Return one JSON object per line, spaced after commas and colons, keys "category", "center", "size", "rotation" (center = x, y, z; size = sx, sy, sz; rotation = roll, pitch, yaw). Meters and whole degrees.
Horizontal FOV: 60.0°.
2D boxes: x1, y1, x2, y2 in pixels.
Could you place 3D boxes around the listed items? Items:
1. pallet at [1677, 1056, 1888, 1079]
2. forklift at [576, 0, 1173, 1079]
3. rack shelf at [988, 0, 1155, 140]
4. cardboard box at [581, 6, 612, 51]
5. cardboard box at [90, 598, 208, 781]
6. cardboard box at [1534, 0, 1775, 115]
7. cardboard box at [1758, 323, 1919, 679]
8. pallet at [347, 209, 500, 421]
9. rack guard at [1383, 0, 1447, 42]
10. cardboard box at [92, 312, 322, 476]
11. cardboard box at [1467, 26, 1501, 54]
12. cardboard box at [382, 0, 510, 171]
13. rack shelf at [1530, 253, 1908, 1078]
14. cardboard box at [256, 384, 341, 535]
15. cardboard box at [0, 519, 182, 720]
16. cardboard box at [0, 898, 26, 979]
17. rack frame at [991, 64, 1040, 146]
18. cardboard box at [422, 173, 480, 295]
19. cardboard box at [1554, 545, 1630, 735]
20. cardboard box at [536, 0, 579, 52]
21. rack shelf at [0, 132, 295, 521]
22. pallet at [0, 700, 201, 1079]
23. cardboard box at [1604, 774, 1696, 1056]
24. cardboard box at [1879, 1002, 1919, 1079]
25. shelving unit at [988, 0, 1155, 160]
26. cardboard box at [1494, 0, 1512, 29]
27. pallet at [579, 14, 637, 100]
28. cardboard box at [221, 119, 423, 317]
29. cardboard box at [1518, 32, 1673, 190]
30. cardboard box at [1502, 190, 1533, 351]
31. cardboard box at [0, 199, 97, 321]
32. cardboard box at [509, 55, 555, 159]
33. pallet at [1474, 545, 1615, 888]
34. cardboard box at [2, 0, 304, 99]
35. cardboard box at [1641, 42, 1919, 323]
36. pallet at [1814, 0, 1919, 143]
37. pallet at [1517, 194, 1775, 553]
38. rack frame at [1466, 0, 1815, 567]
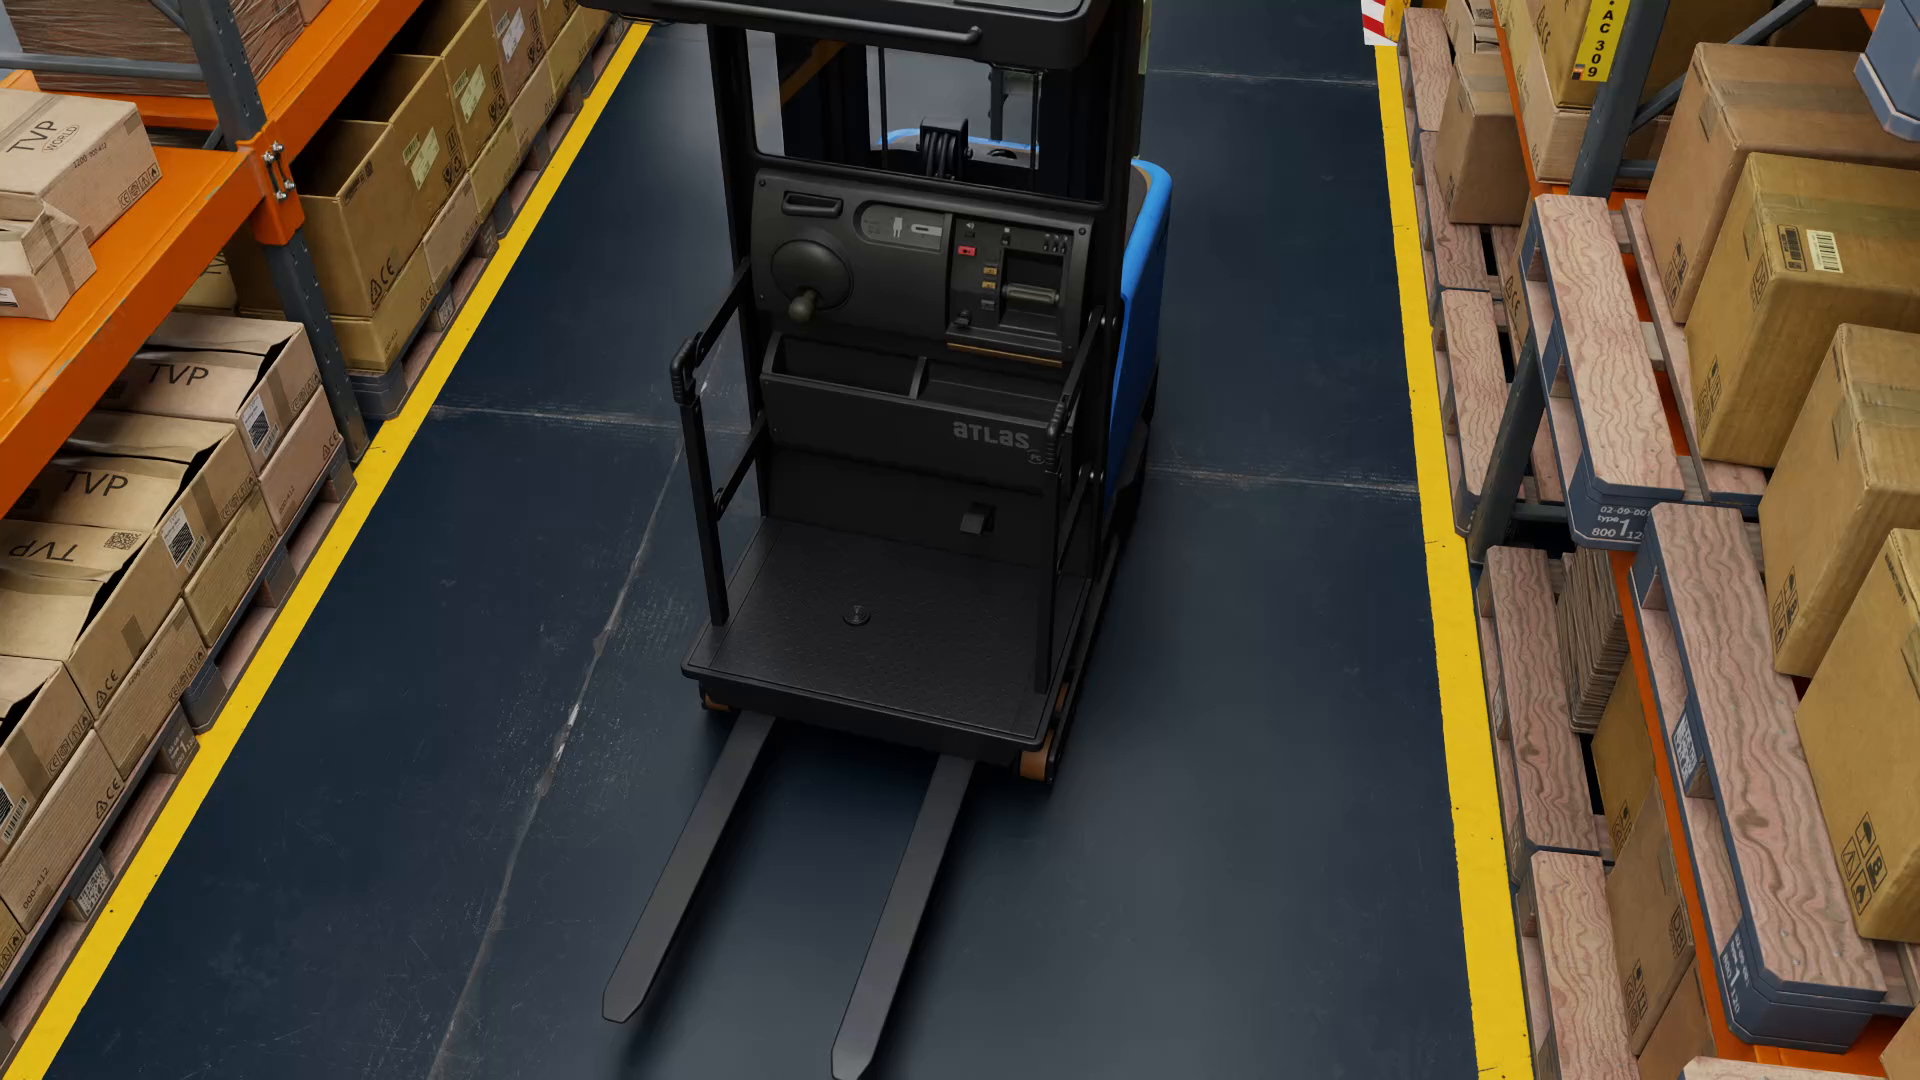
{"category": "pallet", "center": [1.698, 1.301, 2.334], "size": [1.213, 0.211, 1.003], "rotation": [5, 44, 6]}
{"category": "forklift", "center": [-0.169, -0.648, 4.302], "size": [1.130, 2.935, 3.031], "rotation": [11, 45, 11]}
{"category": "rack shelf", "center": [0.400, -1.675, 5.861], "size": [0.431, 0.370, 0.720], "rotation": [11, 45, 11]}
{"category": "cardboard box", "center": [-1.976, -2.593, 8.002], "size": [0.500, 0.250, 0.500], "rotation": [5, 44, 6]}
{"category": "cardboard box", "center": [-2.576, 0.401, 4.839], "size": [0.500, 0.250, 0.500], "rotation": [6, 44, 6]}
{"category": "cardboard box", "center": [1.994, -1.575, 4.781], "size": [0.500, 0.500, 0.500], "rotation": [5, 44, 5]}
{"category": "cardboard box", "center": [2.000, -0.020, 3.197], "size": [0.700, 0.500, 0.500], "rotation": [11, 45, 11]}
{"category": "pallet", "center": [-2.526, -0.973, 6.624], "size": [1.003, 0.211, 1.213], "rotation": [5, 44, 6]}
{"category": "rack guard", "center": [2.757, -2.766, 8.308], "size": [1.175, 0.500, 0.348], "rotation": [5, 44, 6]}
{"category": "cardboard box", "center": [-2.442, -0.503, 5.386], "size": [0.500, 0.311, 0.500], "rotation": [5, 44, 6]}
{"category": "cardboard box", "center": [2.511, -2.057, 7.377], "size": [0.500, 0.311, 0.500], "rotation": [9, 44, 9]}
{"category": "cardboard box", "center": [-2.169, -1.843, 6.664], "size": [0.500, 0.500, 0.500], "rotation": [5, 44, 6]}
{"category": "rack shelf", "center": [1.974, 0.625, 3.432], "size": [1.077, 0.370, 4.000], "rotation": [5, 44, 6]}
{"category": "cardboard box", "center": [-2.440, -0.292, 5.572], "size": [0.500, 0.250, 0.500], "rotation": [5, 44, 5]}
{"category": "cardboard box", "center": [-2.573, 0.192, 4.652], "size": [0.500, 0.311, 0.500], "rotation": [5, 44, 5]}
{"category": "cardboard box", "center": [-2.713, 1.097, 4.104], "size": [0.500, 0.250, 0.500], "rotation": [4, 44, 4]}
{"category": "rack frame", "center": [0.301, -1.150, 5.873], "size": [0.400, 1.500, 0.023], "rotation": [11, 45, 11]}
{"category": "cardboard box", "center": [-2.240, -1.230, 6.562], "size": [0.500, 0.250, 0.500], "rotation": [5, 44, 6]}
{"category": "cardboard box", "center": [2.157, 0.251, 4.801], "size": [0.700, 0.500, 0.500], "rotation": [7, 44, 7]}
{"category": "cardboard box", "center": [-2.037, -2.524, 7.383], "size": [0.500, 0.500, 0.500], "rotation": [5, 44, 6]}
{"category": "rack shelf", "center": [-2.937, 0.177, 3.905], "size": [1.077, 0.370, 4.000], "rotation": [5, 44, 6]}
{"category": "pallet", "center": [-2.890, 0.905, 4.641], "size": [1.003, 0.211, 1.213], "rotation": [5, 44, 6]}
{"category": "cardboard box", "center": [2.031, 0.952, 4.061], "size": [0.700, 0.500, 0.500], "rotation": [6, 44, 6]}
{"category": "cardboard box", "center": [1.808, 0.826, 2.303], "size": [0.700, 0.500, 0.500], "rotation": [1, 43, 2]}
{"category": "shelving unit", "center": [0.400, -1.392, 6.129], "size": [0.431, 1.500, 0.755], "rotation": [11, 45, 11]}
{"category": "cardboard box", "center": [2.125, -1.986, 5.760], "size": [0.500, 0.250, 0.500], "rotation": [5, 44, 5]}
{"category": "pallet", "center": [-2.203, -2.636, 8.380], "size": [1.003, 0.211, 1.213], "rotation": [5, 44, 6]}
{"category": "cardboard box", "center": [-2.301, -1.161, 5.944], "size": [0.500, 0.500, 0.500], "rotation": [5, 44, 6]}
{"category": "cardboard box", "center": [2.000, -1.303, 5.039], "size": [0.500, 0.250, 0.500], "rotation": [5, 44, 6]}
{"category": "cardboard box", "center": [2.336, -0.963, 6.083], "size": [0.500, 0.500, 0.500], "rotation": [2, 43, 2]}
{"category": "cardboard box", "center": [-2.607, -0.783, 4.493], "size": [0.396, 0.266, 0.258], "rotation": [4, 44, 4]}
{"category": "cardboard box", "center": [-2.108, -1.912, 7.282], "size": [0.500, 0.250, 0.500], "rotation": [5, 44, 6]}
{"category": "pallet", "center": [2.137, 0.544, 5.022], "size": [1.003, 0.211, 1.213], "rotation": [5, 44, 6]}
{"category": "cardboard box", "center": [-2.620, -1.787, 5.383], "size": [0.700, 0.500, 0.500], "rotation": [4, 44, 4]}
{"category": "cardboard box", "center": [2.137, -0.852, 4.075], "size": [0.700, 0.500, 0.500], "rotation": [5, 44, 6]}
{"category": "pallet", "center": [1.917, -0.902, 2.476], "size": [1.213, 0.211, 1.003], "rotation": [5, 44, 6]}
{"category": "pallet", "center": [1.993, -0.422, 4.154], "size": [1.003, 0.211, 1.213], "rotation": [5, 44, 6]}
{"category": "rack frame", "center": [2.238, -1.000, 4.624], "size": [1.000, 3.000, 0.127], "rotation": [5, 44, 6]}
